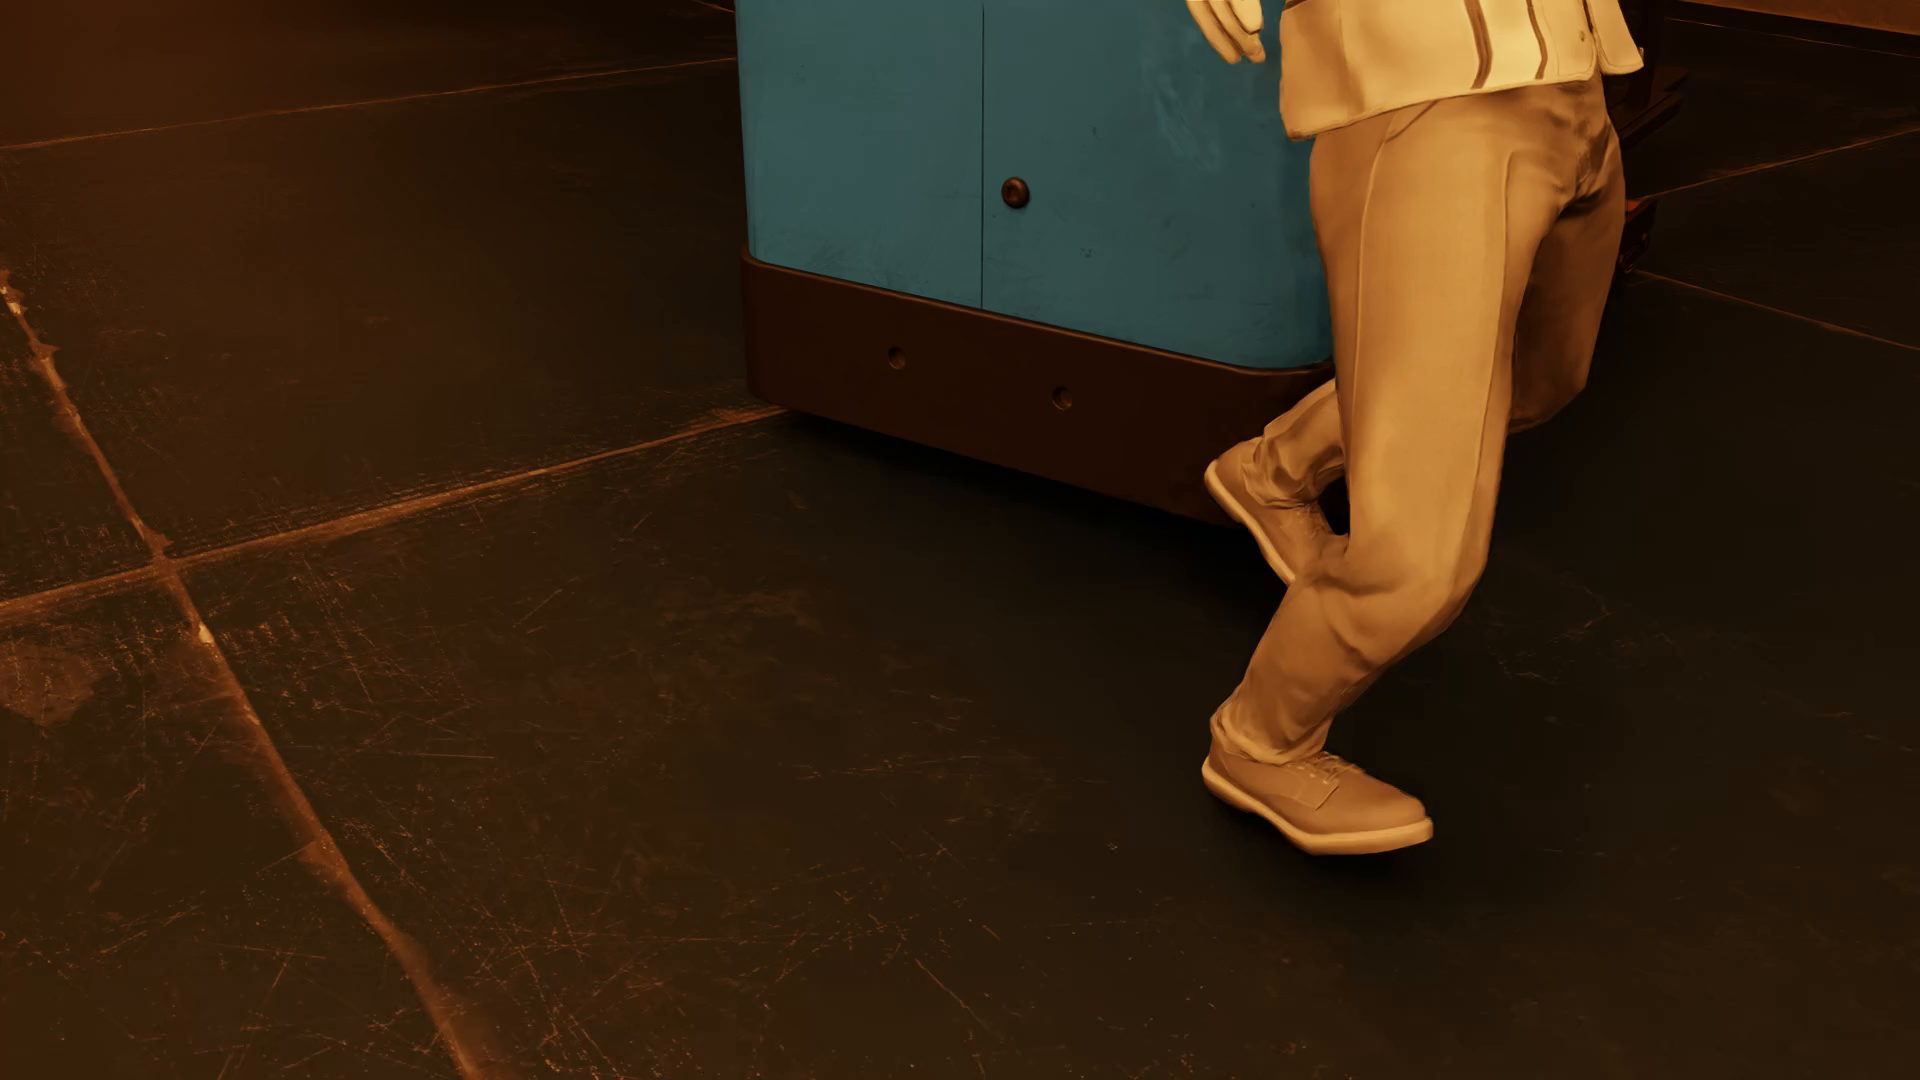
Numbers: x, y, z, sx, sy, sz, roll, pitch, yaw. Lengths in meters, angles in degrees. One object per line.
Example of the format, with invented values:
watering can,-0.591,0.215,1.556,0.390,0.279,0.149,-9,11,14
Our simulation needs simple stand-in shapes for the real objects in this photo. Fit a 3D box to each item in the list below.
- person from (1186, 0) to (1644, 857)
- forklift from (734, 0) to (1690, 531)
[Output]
person,0.387,-0.374,1.560,0.742,1.447,0.951,19,32,33
forklift,0.878,-1.932,3.082,1.130,2.935,3.031,17,31,30
